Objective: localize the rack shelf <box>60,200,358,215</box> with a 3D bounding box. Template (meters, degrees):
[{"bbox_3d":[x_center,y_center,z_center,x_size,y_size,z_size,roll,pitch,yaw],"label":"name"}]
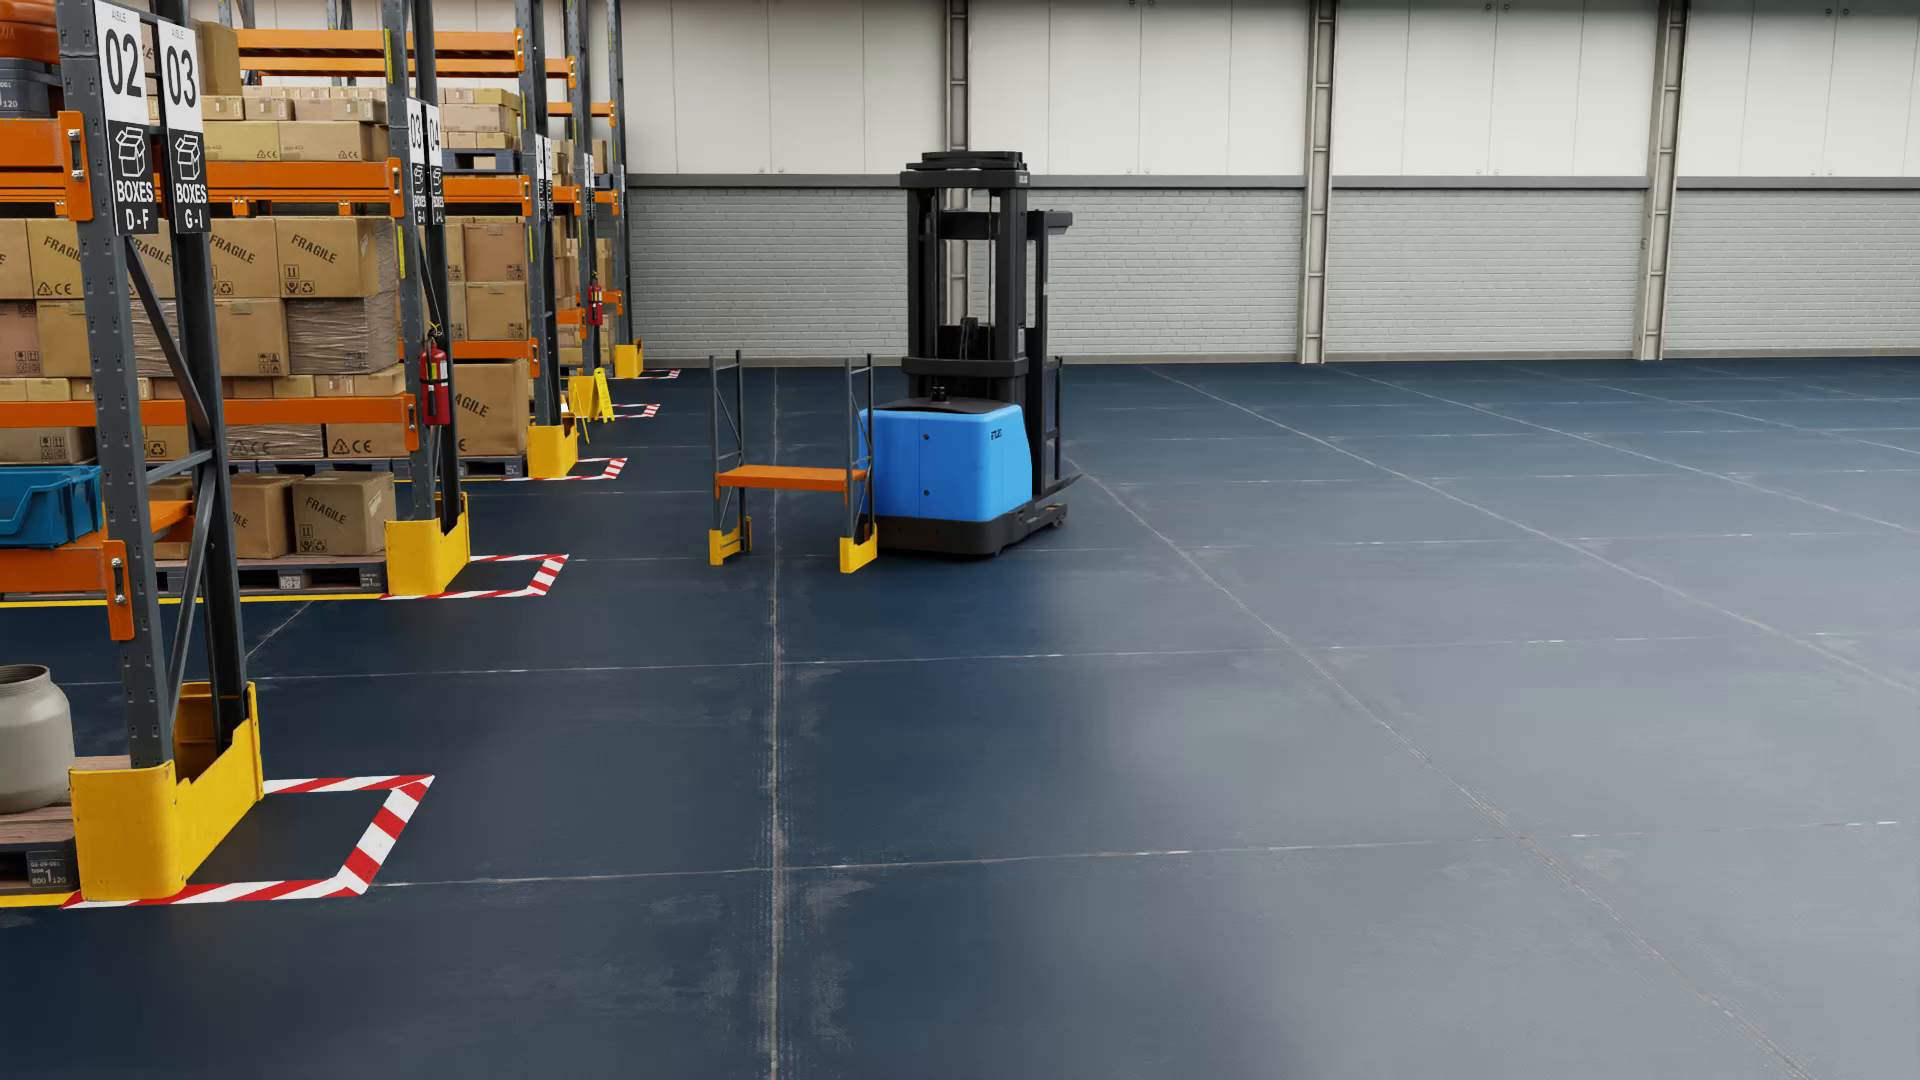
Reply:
[{"bbox_3d":[-11.175,-5.063,24.937,4.000,0.370,1.077,-1,11,-6],"label":"rack shelf"}]

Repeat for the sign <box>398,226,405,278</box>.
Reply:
[{"bbox_3d":[-3.560,-1.834,10.598,0.005,0.325,0.100,-1,11,-6],"label":"sign"}]

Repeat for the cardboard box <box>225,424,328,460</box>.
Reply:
[{"bbox_3d":[-6.483,-1.270,15.971,0.875,0.875,0.875,-1,11,-6],"label":"cardboard box"}]

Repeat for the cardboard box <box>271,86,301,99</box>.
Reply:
[{"bbox_3d":[-6.101,-4.056,15.185,0.250,0.149,0.380,-1,11,-6],"label":"cardboard box"}]

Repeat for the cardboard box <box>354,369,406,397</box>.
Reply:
[{"bbox_3d":[-3.861,-1.049,11.077,0.250,0.149,0.380,-1,11,-6],"label":"cardboard box"}]

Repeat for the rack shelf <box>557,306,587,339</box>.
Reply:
[{"bbox_3d":[-6.658,-2.723,20.809,4.000,0.370,1.077,-1,11,-6],"label":"rack shelf"}]

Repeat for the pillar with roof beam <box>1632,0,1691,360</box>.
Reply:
[{"bbox_3d":[12.360,-6.721,23.727,0.400,9.000,9.100,-1,11,-6],"label":"pillar with roof beam"}]

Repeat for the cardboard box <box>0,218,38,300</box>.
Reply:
[{"bbox_3d":[-6.108,-1.801,10.632,0.500,0.500,0.500,-1,11,-6],"label":"cardboard box"}]

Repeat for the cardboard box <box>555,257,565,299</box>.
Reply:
[{"bbox_3d":[-5.180,-3.249,20.586,0.500,0.500,0.500,-1,11,-7],"label":"cardboard box"}]

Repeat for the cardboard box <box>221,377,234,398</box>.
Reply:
[{"bbox_3d":[-4.856,-1.029,10.977,0.250,0.149,0.380,-1,11,-6],"label":"cardboard box"}]

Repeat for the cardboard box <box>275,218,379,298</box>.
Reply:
[{"bbox_3d":[-4.120,-1.844,10.850,0.500,0.500,0.500,-1,11,-6],"label":"cardboard box"}]

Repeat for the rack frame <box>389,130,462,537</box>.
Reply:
[{"bbox_3d":[-3.600,-1.217,11.284,0.127,3.000,1.000,-1,11,-6],"label":"rack frame"}]

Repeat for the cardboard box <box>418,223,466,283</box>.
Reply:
[{"bbox_3d":[-4.945,-2.745,15.865,0.550,0.550,0.875,-1,11,-6],"label":"cardboard box"}]

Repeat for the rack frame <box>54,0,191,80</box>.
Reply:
[{"bbox_3d":[-3.065,-3.211,5.874,0.127,3.000,1.000,-1,11,-6],"label":"rack frame"}]

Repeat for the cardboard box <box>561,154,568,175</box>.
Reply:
[{"bbox_3d":[-5.199,-4.703,20.854,0.500,0.250,0.500,-1,11,-7],"label":"cardboard box"}]

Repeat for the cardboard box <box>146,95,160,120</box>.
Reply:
[{"bbox_3d":[-5.137,-2.720,10.506,0.250,0.149,0.380,-2,11,-9],"label":"cardboard box"}]

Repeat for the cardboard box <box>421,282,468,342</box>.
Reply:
[{"bbox_3d":[-4.944,-2.212,15.956,0.550,0.550,0.875,-1,11,-6],"label":"cardboard box"}]

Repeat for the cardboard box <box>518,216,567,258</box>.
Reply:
[{"bbox_3d":[-5.154,-3.751,20.549,0.500,0.500,0.700,-1,11,-7],"label":"cardboard box"}]

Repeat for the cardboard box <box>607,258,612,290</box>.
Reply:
[{"bbox_3d":[-5.732,-4.162,26.001,0.500,0.500,0.500,-1,11,-4],"label":"cardboard box"}]

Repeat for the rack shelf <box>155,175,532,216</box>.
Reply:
[{"bbox_3d":[-6.023,-3.248,15.701,4.000,0.370,1.077,-1,11,-6],"label":"rack shelf"}]

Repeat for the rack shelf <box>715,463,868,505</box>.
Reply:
[{"bbox_3d":[-1.196,-0.407,11.984,1.000,0.185,0.538,3,12,16],"label":"rack shelf"}]

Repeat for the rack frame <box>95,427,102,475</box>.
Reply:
[{"bbox_3d":[-8.012,-2.087,15.709,0.127,3.000,1.000,-1,11,-6],"label":"rack frame"}]

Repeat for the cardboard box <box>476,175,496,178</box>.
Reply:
[{"bbox_3d":[-5.765,-4.402,20.360,0.250,0.149,0.380,-1,11,-6],"label":"cardboard box"}]

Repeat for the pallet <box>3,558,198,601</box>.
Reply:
[{"bbox_3d":[-5.697,0.187,11.367,1.213,0.211,1.003,-1,11,-6],"label":"pallet"}]

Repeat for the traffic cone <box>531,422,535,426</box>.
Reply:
[{"bbox_3d":[-4.958,-1.617,19.892,0.334,0.463,0.336,-1,11,-6],"label":"traffic cone"}]

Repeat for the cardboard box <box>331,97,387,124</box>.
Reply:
[{"bbox_3d":[-3.842,-2.746,10.637,0.250,0.149,0.380,-1,11,-6],"label":"cardboard box"}]

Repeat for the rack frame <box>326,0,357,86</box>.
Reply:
[{"bbox_3d":[-9.186,-6.930,24.790,0.127,3.000,1.000,-1,11,-6],"label":"rack frame"}]

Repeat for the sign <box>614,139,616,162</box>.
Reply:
[{"bbox_3d":[-5.165,-5.833,24.895,0.005,0.325,0.100,-1,11,-6],"label":"sign"}]

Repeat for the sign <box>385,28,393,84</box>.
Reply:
[{"bbox_3d":[-3.560,-3.017,10.366,0.005,0.325,0.100,-1,11,-6],"label":"sign"}]

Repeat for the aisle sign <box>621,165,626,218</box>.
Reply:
[{"bbox_3d":[-5.113,-5.290,25.262,0.004,0.787,0.394,-1,11,-6],"label":"aisle sign"}]

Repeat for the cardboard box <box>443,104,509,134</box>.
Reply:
[{"bbox_3d":[-4.491,-3.906,15.455,0.500,0.250,0.500,-1,11,-5],"label":"cardboard box"}]

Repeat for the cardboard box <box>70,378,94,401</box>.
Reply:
[{"bbox_3d":[-5.597,-1.005,10.857,0.250,0.149,0.380,-1,11,-6],"label":"cardboard box"}]

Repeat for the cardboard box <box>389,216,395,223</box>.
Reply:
[{"bbox_3d":[-6.665,-3.728,20.431,0.500,0.500,0.700,-1,11,-6],"label":"cardboard box"}]

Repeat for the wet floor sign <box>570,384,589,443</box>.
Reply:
[{"bbox_3d":[-4.220,-1.396,18.295,0.232,0.644,0.267,-3,12,-16],"label":"wet floor sign"}]

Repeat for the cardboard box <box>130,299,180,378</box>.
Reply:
[{"bbox_3d":[-5.136,-1.371,11.033,0.500,0.500,0.875,-1,11,-6],"label":"cardboard box"}]

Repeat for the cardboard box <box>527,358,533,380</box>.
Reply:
[{"bbox_3d":[-5.438,-2.276,20.764,0.500,0.500,0.500,-1,11,-6],"label":"cardboard box"}]

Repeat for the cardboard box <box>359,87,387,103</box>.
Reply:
[{"bbox_3d":[-5.342,-4.073,15.268,0.250,0.149,0.380,-1,11,-6],"label":"cardboard box"}]

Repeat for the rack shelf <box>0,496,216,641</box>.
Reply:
[{"bbox_3d":[-5.053,0.127,6.310,4.000,0.370,1.077,-1,11,-6],"label":"rack shelf"}]

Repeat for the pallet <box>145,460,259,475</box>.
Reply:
[{"bbox_3d":[-7.247,-0.720,15.983,1.213,0.211,1.003,-1,11,-6],"label":"pallet"}]

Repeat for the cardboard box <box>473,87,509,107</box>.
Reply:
[{"bbox_3d":[-4.333,-4.093,15.374,0.250,0.149,0.380,-1,11,-6],"label":"cardboard box"}]

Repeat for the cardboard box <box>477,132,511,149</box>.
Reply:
[{"bbox_3d":[-4.329,-3.702,15.452,0.250,0.149,0.380,-1,11,-6],"label":"cardboard box"}]

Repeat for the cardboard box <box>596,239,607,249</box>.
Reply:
[{"bbox_3d":[-5.543,-4.535,25.448,0.250,0.149,0.380,-1,11,-6],"label":"cardboard box"}]

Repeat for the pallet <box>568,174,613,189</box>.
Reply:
[{"bbox_3d":[-5.916,-5.488,25.462,1.213,0.211,1.003,-1,11,-6],"label":"pallet"}]

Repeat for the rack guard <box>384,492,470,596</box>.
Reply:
[{"bbox_3d":[-3.675,0.011,11.517,0.348,0.500,1.175,-1,11,-6],"label":"rack guard"}]

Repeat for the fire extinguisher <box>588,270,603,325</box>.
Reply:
[{"bbox_3d":[-4.507,-2.994,20.521,0.183,0.674,0.296,-1,11,-6],"label":"fire extinguisher"}]

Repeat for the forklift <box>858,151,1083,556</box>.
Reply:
[{"bbox_3d":[0.238,-1.565,13.231,1.130,2.935,3.031,4,12,20],"label":"forklift"}]

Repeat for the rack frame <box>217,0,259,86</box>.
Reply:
[{"bbox_3d":[-8.647,-5.978,19.949,0.127,3.000,1.000,-1,11,-6],"label":"rack frame"}]

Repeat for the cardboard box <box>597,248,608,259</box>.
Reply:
[{"bbox_3d":[-5.524,-4.376,25.410,0.250,0.149,0.380,-1,11,-5],"label":"cardboard box"}]

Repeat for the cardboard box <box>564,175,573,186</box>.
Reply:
[{"bbox_3d":[-5.035,-4.522,20.968,0.250,0.149,0.380,-1,11,-6],"label":"cardboard box"}]

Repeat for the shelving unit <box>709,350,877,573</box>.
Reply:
[{"bbox_3d":[-1.205,-0.584,11.952,1.083,1.500,0.587,3,12,16],"label":"shelving unit"}]

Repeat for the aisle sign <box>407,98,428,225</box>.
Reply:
[{"bbox_3d":[-3.506,-2.437,10.747,0.004,0.787,0.394,-1,11,-6],"label":"aisle sign"}]

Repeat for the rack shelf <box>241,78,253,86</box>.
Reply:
[{"bbox_3d":[-10.635,-5.387,19.845,4.000,0.370,1.077,-1,11,-6],"label":"rack shelf"}]

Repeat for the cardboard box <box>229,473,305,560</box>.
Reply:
[{"bbox_3d":[-4.813,-0.168,11.338,0.500,0.500,0.500,2,11,9],"label":"cardboard box"}]

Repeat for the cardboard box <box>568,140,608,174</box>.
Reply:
[{"bbox_3d":[-5.624,-5.790,25.159,0.500,0.500,0.500,-1,11,-4],"label":"cardboard box"}]

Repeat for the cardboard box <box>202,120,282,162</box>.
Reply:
[{"bbox_3d":[-4.548,-2.546,10.655,0.500,0.250,0.500,-1,11,-6],"label":"cardboard box"}]

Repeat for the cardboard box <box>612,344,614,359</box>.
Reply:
[{"bbox_3d":[-5.719,-2.954,26.156,0.500,0.250,0.500,-1,11,-6],"label":"cardboard box"}]

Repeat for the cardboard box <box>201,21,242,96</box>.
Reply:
[{"bbox_3d":[-5.105,-3.150,11.014,0.500,0.500,0.500,-1,11,-6],"label":"cardboard box"}]

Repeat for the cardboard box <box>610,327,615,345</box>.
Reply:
[{"bbox_3d":[-5.700,-3.202,26.122,0.500,0.250,0.500,-1,11,-5],"label":"cardboard box"}]
